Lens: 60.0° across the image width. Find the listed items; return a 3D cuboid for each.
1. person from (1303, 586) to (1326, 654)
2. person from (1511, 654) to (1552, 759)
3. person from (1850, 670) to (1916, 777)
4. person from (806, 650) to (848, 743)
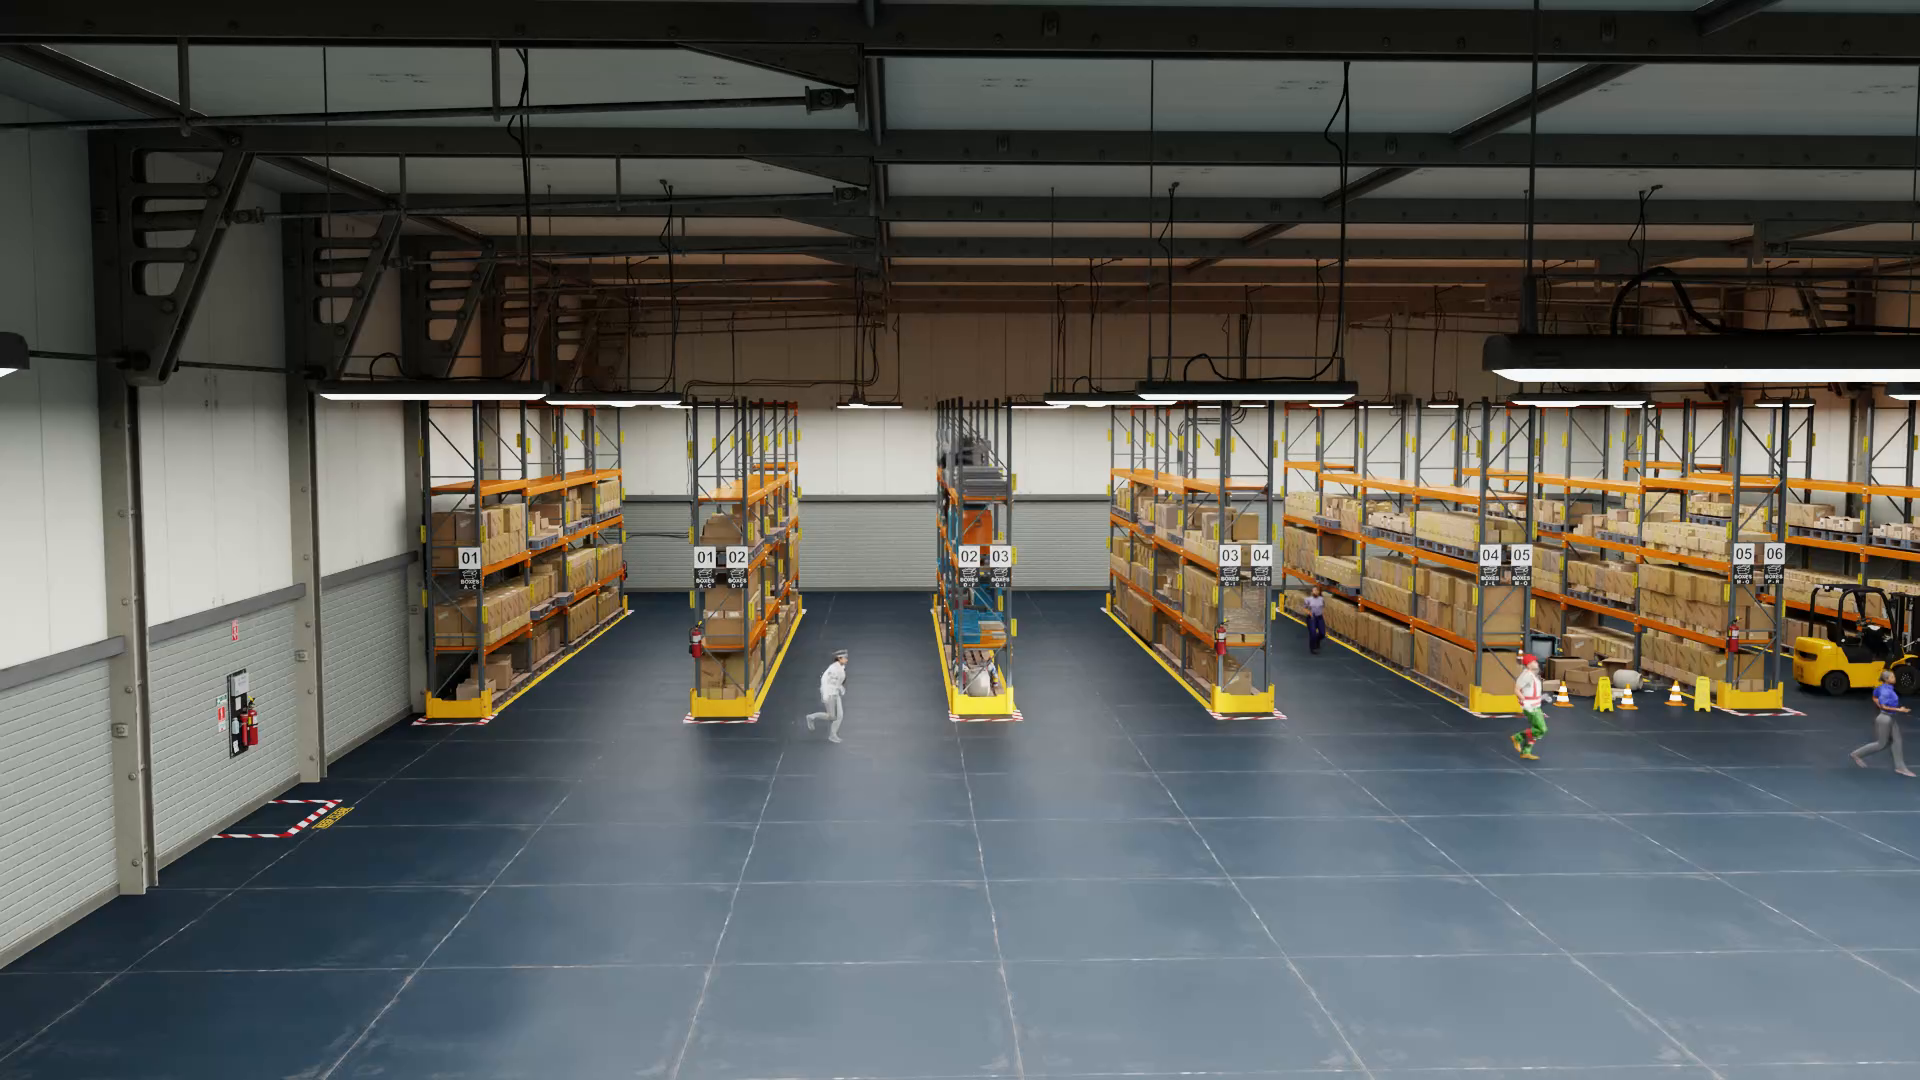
[{"bbox_3d":[8.391,1.892,39.208,0.581,1.602,0.516,0,4,-6],"label":"person"},{"bbox_3d":[9.396,2.743,27.337,0.593,1.737,0.656,3,5,31],"label":"person"},{"bbox_3d":[14.546,2.875,26.159,0.920,1.642,0.581,3,5,35],"label":"person"},{"bbox_3d":[-2.302,2.699,28.960,0.775,1.622,0.614,1,5,14],"label":"person"}]
